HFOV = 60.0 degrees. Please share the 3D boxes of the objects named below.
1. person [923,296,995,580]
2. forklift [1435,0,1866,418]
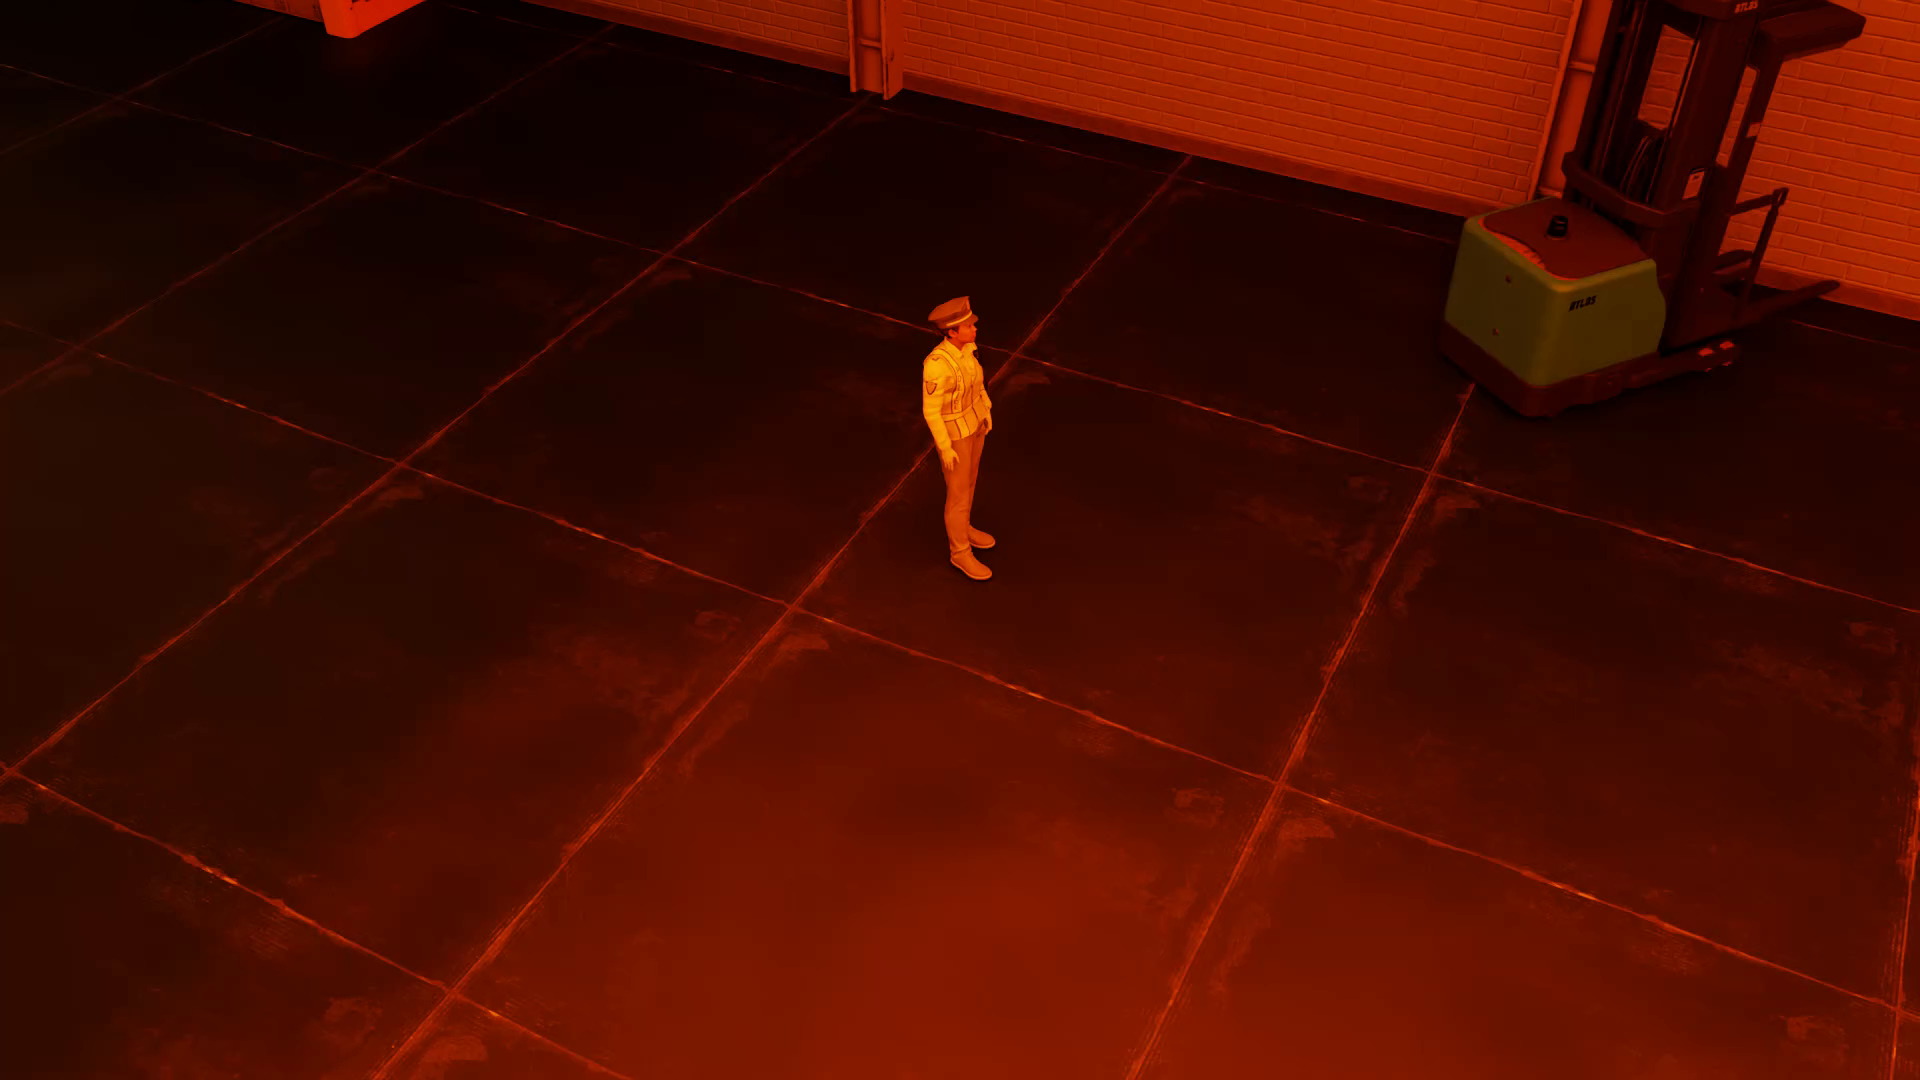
[{"bbox_3d":[0.058,-0.629,9.682,0.530,1.694,0.586,18,43,21],"label":"person"},{"bbox_3d":[4.922,-2.589,11.060,3.031,2.935,1.130,-17,43,-19],"label":"forklift"}]
